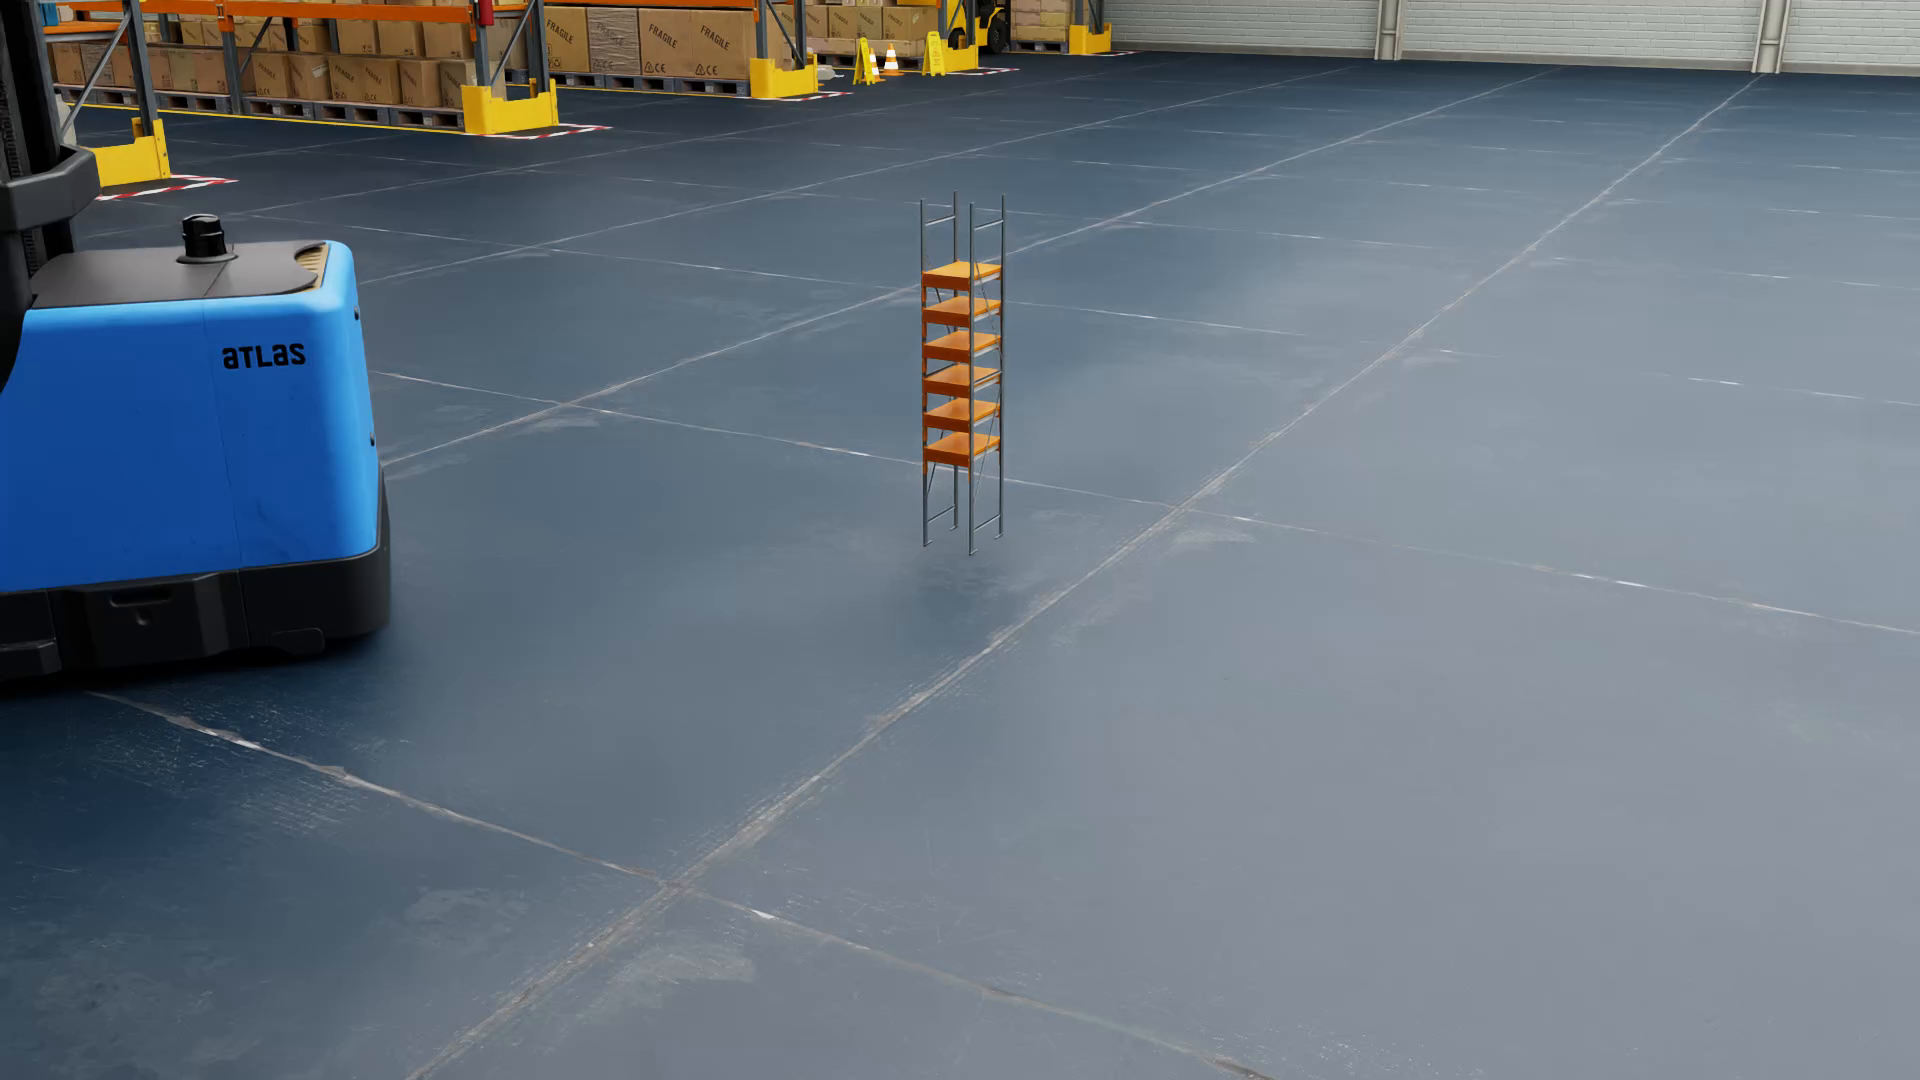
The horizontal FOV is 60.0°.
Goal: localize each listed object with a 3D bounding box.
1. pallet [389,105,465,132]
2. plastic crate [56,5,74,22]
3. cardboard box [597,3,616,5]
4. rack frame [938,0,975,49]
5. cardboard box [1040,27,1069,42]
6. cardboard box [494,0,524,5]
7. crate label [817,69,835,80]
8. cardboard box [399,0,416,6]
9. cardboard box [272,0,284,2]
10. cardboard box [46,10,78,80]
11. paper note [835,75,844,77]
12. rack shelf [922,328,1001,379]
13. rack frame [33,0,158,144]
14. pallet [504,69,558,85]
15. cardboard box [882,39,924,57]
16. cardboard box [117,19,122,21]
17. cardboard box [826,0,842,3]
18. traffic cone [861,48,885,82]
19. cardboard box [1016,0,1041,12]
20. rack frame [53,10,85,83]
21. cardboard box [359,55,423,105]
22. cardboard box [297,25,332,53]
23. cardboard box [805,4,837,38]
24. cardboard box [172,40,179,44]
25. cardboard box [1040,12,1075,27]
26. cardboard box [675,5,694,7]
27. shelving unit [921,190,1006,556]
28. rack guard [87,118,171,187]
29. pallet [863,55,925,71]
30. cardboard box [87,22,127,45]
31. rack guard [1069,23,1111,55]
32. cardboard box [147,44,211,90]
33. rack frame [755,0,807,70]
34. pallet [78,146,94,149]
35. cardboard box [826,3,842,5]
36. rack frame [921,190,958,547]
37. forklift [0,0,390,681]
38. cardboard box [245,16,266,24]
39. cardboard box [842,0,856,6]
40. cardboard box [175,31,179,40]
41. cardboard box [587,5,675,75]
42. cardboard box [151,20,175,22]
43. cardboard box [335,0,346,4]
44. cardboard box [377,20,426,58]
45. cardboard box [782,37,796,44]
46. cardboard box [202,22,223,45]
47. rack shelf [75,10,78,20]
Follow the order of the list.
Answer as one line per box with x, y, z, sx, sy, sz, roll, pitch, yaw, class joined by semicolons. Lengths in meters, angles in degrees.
-5.642;-4.799;18.784;1.213;0.211;1.003;11;23;27;pallet
-7.924;-4.597;14.527;0.250;0.136;0.298;11;23;27;plastic crate
-7.327;-11.165;35.295;0.500;0.500;0.500;10;22;27;cardboard box
-0.051;-8.901;26.006;0.127;3.000;1.000;11;23;27;rack frame
1.802;-9.269;30.435;0.500;0.250;0.500;11;23;28;cardboard box
-5.016;-5.952;18.242;0.250;0.149;0.380;11;23;27;cardboard box
-2.017;-6.969;24.875;0.298;0.136;0.250;0;20;-1;crate label
-5.905;-5.933;18.192;0.250;0.149;0.380;11;23;27;cardboard box
-7.668;-6.256;19.080;0.250;0.149;0.380;11;23;27;cardboard box
-12.460;-6.601;22.164;0.875;0.875;1.225;10;22;25;cardboard box
-1.847;-7.070;25.312;0.142;0.019;0.148;3;20;9;paper note
0.013;-0.633;5.628;0.180;0.103;0.258;11;23;27;rack shelf
-7.299;-4.477;13.808;0.127;3.000;1.000;11;23;27;rack frame
-6.579;-6.871;24.498;1.213;0.211;1.003;11;23;27;pallet
-0.909;-7.865;26.564;0.500;0.250;0.500;11;23;27;cardboard box
-14.405;-8.930;28.777;0.250;0.149;0.380;11;23;28;cardboard box
-2.260;-10.341;32.840;0.625;0.625;0.875;11;22;27;cardboard box
-1.300;-7.009;24.510;0.334;0.463;0.336;11;23;27;traffic cone
1.364;-9.822;30.492;0.500;0.250;0.500;11;23;28;cardboard box
-11.868;-7.282;21.540;0.127;3.000;1.000;11;23;27;rack frame
-6.497;-5.281;19.076;0.500;0.500;0.500;13;24;32;cardboard box
-10.063;-7.795;26.006;0.500;0.500;0.500;11;23;27;cardboard box
-2.235;-8.473;27.142;0.500;0.500;0.500;12;23;30;cardboard box
-13.246;-8.464;28.366;0.250;0.149;0.380;12;23;29;cardboard box
1.789;-9.508;30.360;0.500;0.250;0.500;10;22;27;cardboard box
-5.523;-10.825;34.359;0.500;0.500;0.500;10;22;26;cardboard box
0.013;-0.562;5.654;0.189;1.200;0.258;11;23;27;shelving unit
-7.389;-3.300;14.230;0.348;0.500;1.175;11;23;27;rack guard
-0.809;-7.749;26.918;1.213;0.211;1.003;11;23;27;pallet
-10.800;-6.478;21.246;0.500;0.250;0.500;14;24;33;cardboard box
2.387;-9.201;30.496;0.348;0.500;1.175;11;23;27;rack guard
-9.797;-5.935;20.847;0.500;0.500;0.700;9;22;23;cardboard box
-2.377;-7.411;21.897;0.127;3.000;1.000;11;23;27;rack frame
-8.095;-3.301;14.656;1.213;0.211;1.003;11;23;27;pallet
-2.005;-8.637;27.593;0.500;0.500;0.500;12;23;30;cardboard box
-0.067;-0.577;5.696;0.006;1.200;0.240;11;23;27;rack frame
-3.286;-1.052;4.466;3.031;2.935;1.130;-6;21;-17;forklift
-10.968;-8.322;26.358;0.500;0.250;0.500;11;23;29;cardboard box
-1.678;-8.648;26.671;0.250;0.149;0.380;12;23;30;cardboard box
-13.278;-8.575;28.233;0.250;0.149;0.380;11;23;28;cardboard box
-4.565;-7.001;23.266;0.875;0.875;0.875;11;23;28;cardboard box
-13.509;-8.753;28.290;0.250;0.149;0.380;10;22;27;cardboard box
-6.779;-6.100;18.650;0.250;0.149;0.380;11;23;27;cardboard box
-8.108;-7.609;25.126;0.750;0.750;1.050;11;23;28;cardboard box
-2.688;-8.208;27.509;0.500;0.250;0.500;12;23;30;cardboard box
-11.875;-8.140;26.955;0.500;0.500;0.500;12;23;30;cardboard box
-13.614;-7.276;22.580;4.000;0.370;1.077;11;23;27;rack shelf
